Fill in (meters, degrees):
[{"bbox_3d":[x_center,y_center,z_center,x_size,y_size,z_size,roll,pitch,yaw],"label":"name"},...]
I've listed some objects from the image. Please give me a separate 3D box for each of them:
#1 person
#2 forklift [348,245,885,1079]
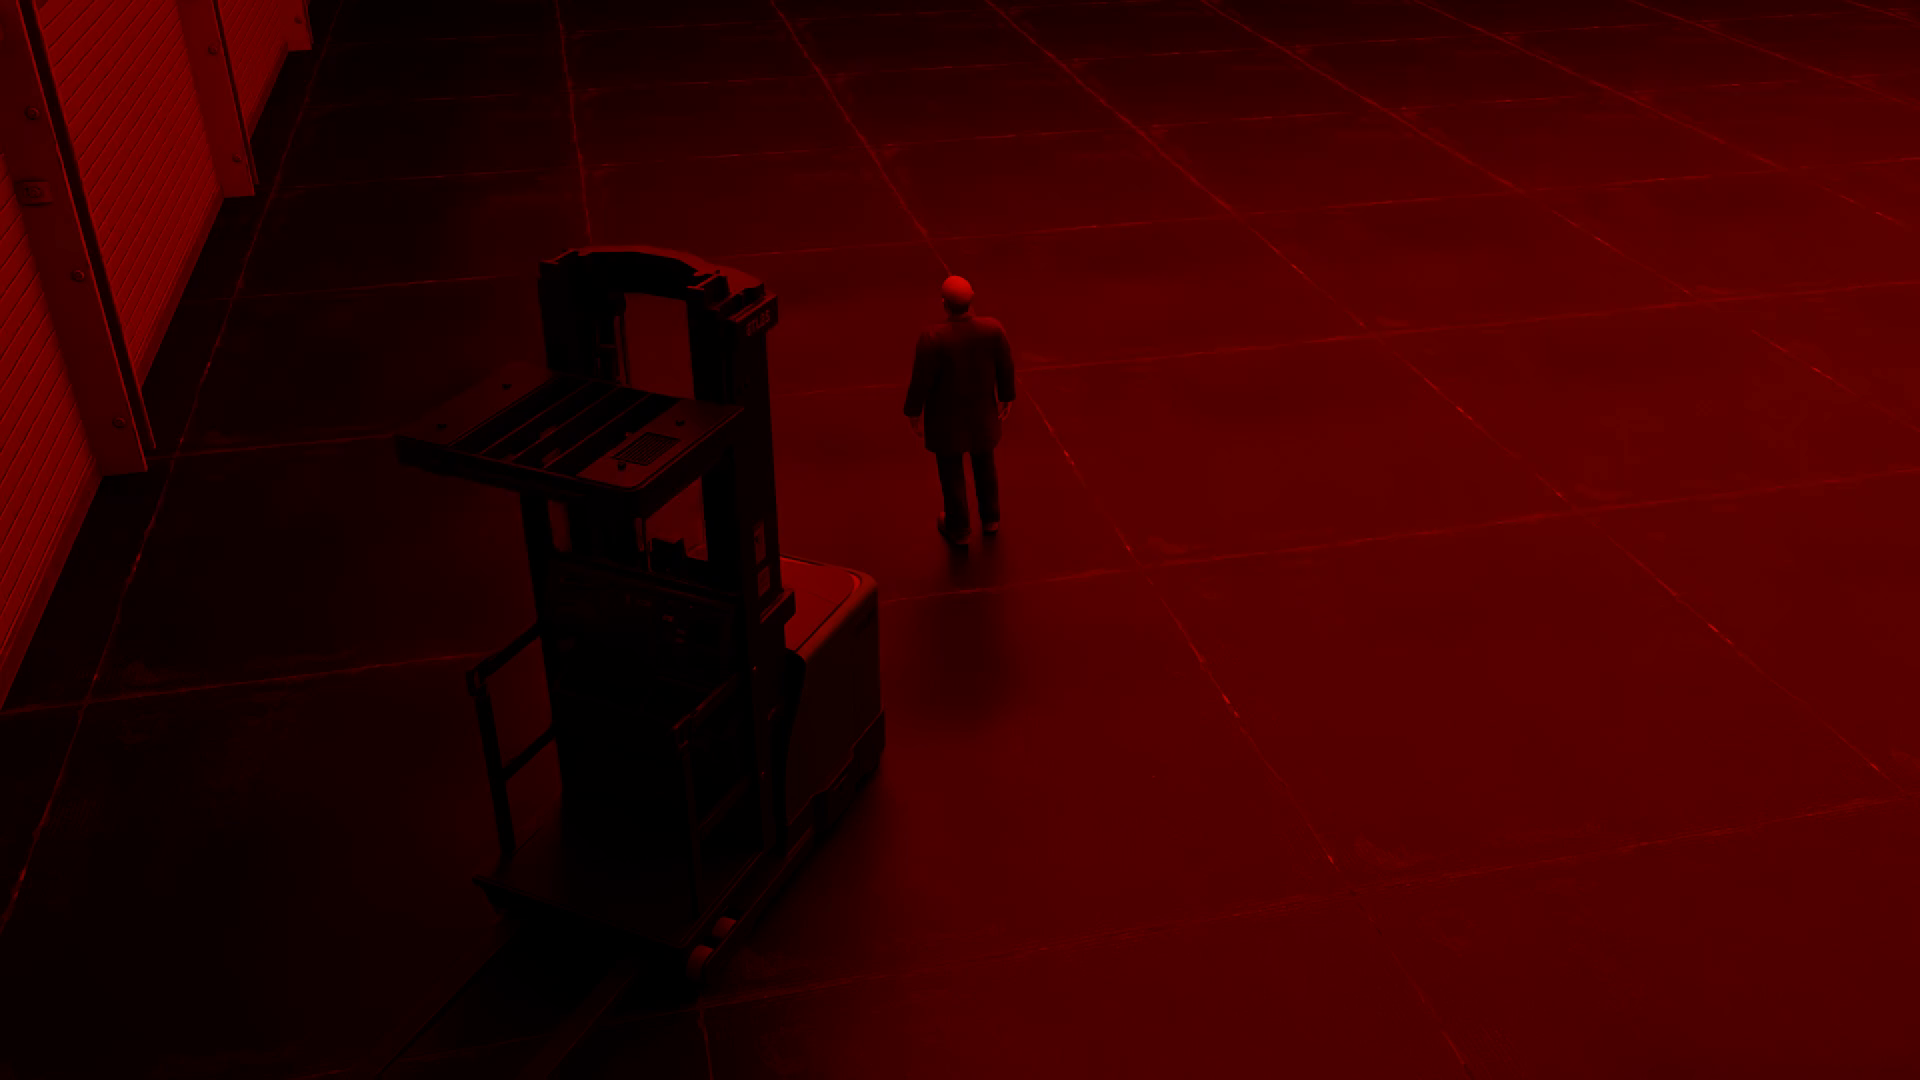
[{"bbox_3d":[-0.018,-0.821,10.129,0.698,1.778,0.579,-7,31,-12],"label":"person"},{"bbox_3d":[-1.448,0.403,6.878,1.130,2.935,3.031,13,32,21],"label":"forklift"}]
